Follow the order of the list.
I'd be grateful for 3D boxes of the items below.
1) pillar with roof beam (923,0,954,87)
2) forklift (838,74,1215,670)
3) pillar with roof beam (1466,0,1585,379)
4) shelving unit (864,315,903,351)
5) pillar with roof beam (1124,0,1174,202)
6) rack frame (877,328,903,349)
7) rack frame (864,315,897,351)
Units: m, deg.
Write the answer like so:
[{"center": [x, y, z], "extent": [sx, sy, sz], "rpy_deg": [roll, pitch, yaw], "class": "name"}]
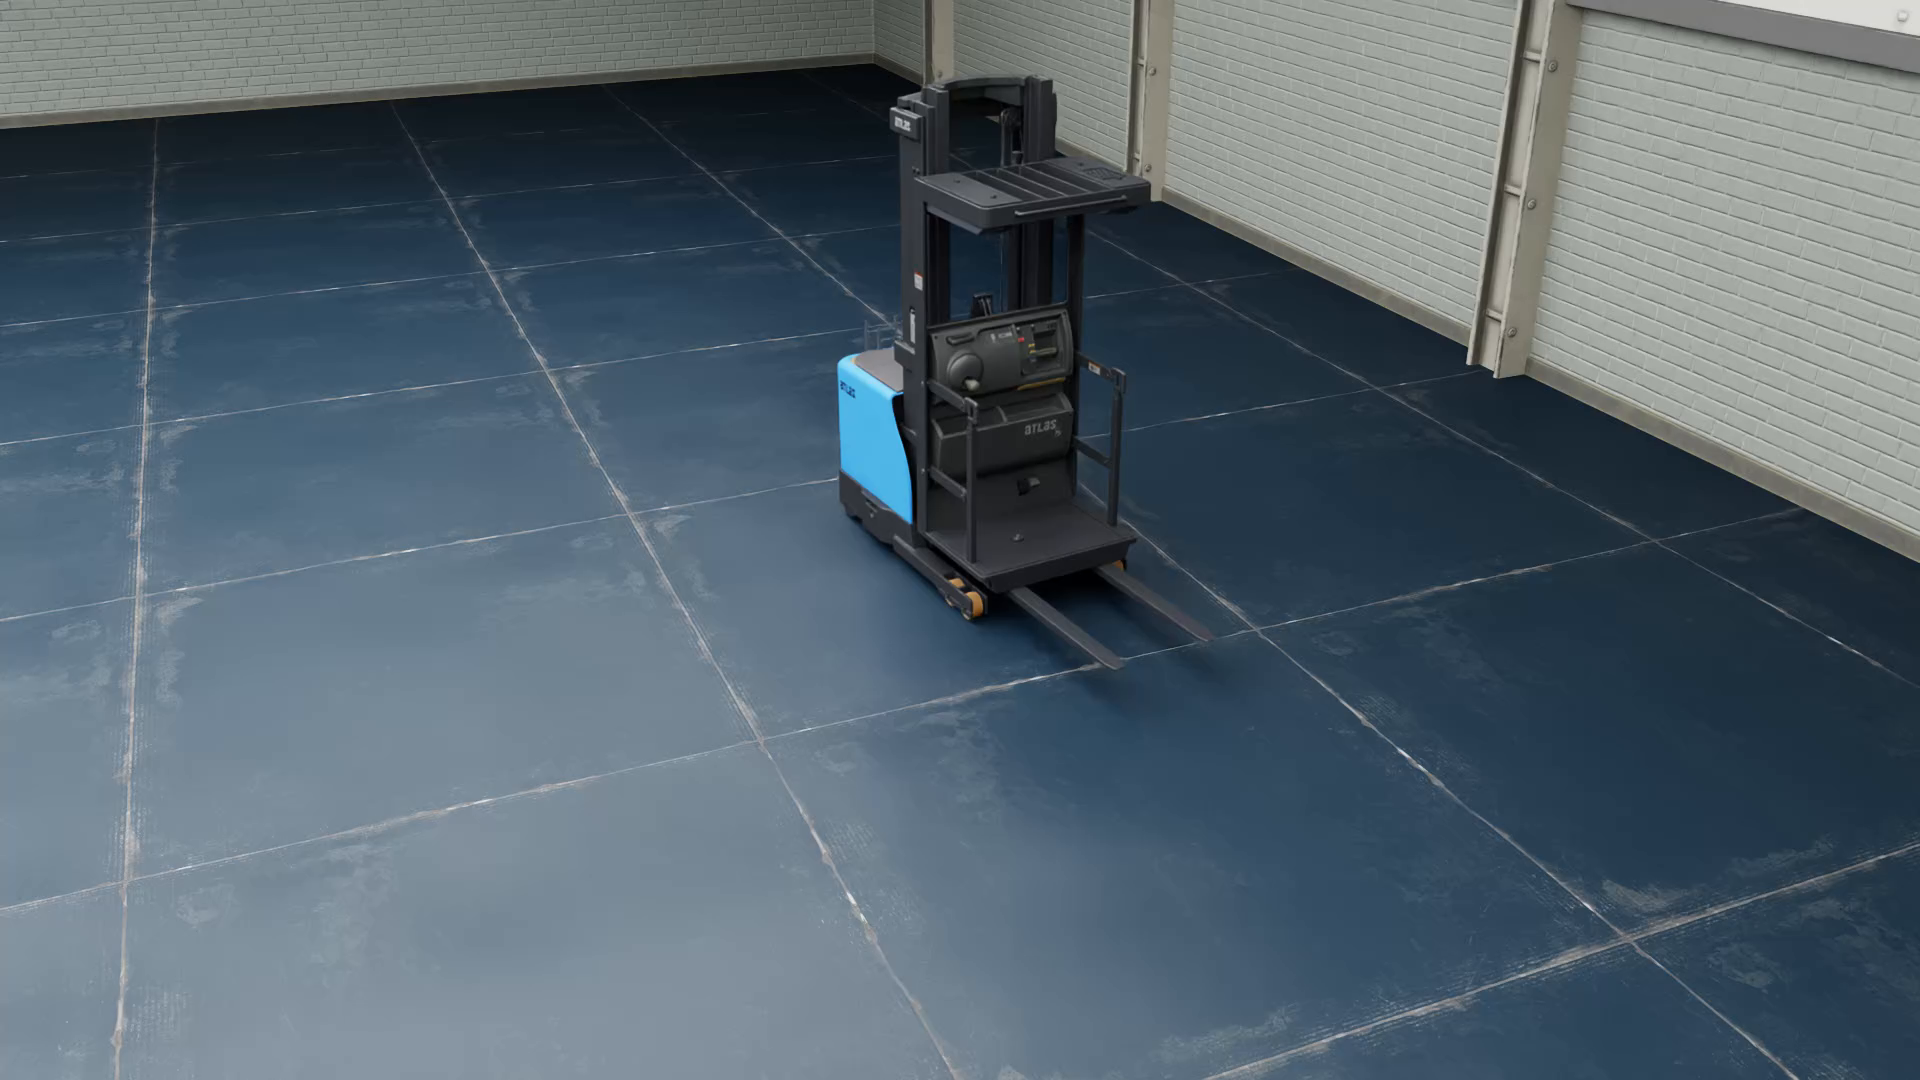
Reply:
[{"center": [-4.263, -9.556, 20.066], "extent": [9.100, 9.000, 0.400], "rpy_deg": [-11, 28, -21], "class": "pillar with roof beam"}, {"center": [0.363, -1.077, 9.615], "extent": [1.130, 2.935, 3.031], "rpy_deg": [-14, 29, -26], "class": "forklift"}, {"center": [0.437, -4.712, 10.143], "extent": [9.100, 9.000, 0.400], "rpy_deg": [-11, 28, -21], "class": "pillar with roof beam"}, {"center": [-0.480, -0.904, 11.233], "extent": [0.258, 1.200, 0.189], "rpy_deg": [-14, 29, -26], "class": "shelving unit"}, {"center": [-1.913, -7.134, 15.104], "extent": [9.100, 9.000, 0.400], "rpy_deg": [-11, 28, -21], "class": "pillar with roof beam"}, {"center": [-0.435, -0.869, 11.162], "extent": [0.240, 1.200, 0.006], "rpy_deg": [-14, 29, -26], "class": "rack frame"}, {"center": [-0.526, -0.938, 11.305], "extent": [0.240, 1.200, 0.006], "rpy_deg": [-14, 29, -26], "class": "rack frame"}]
